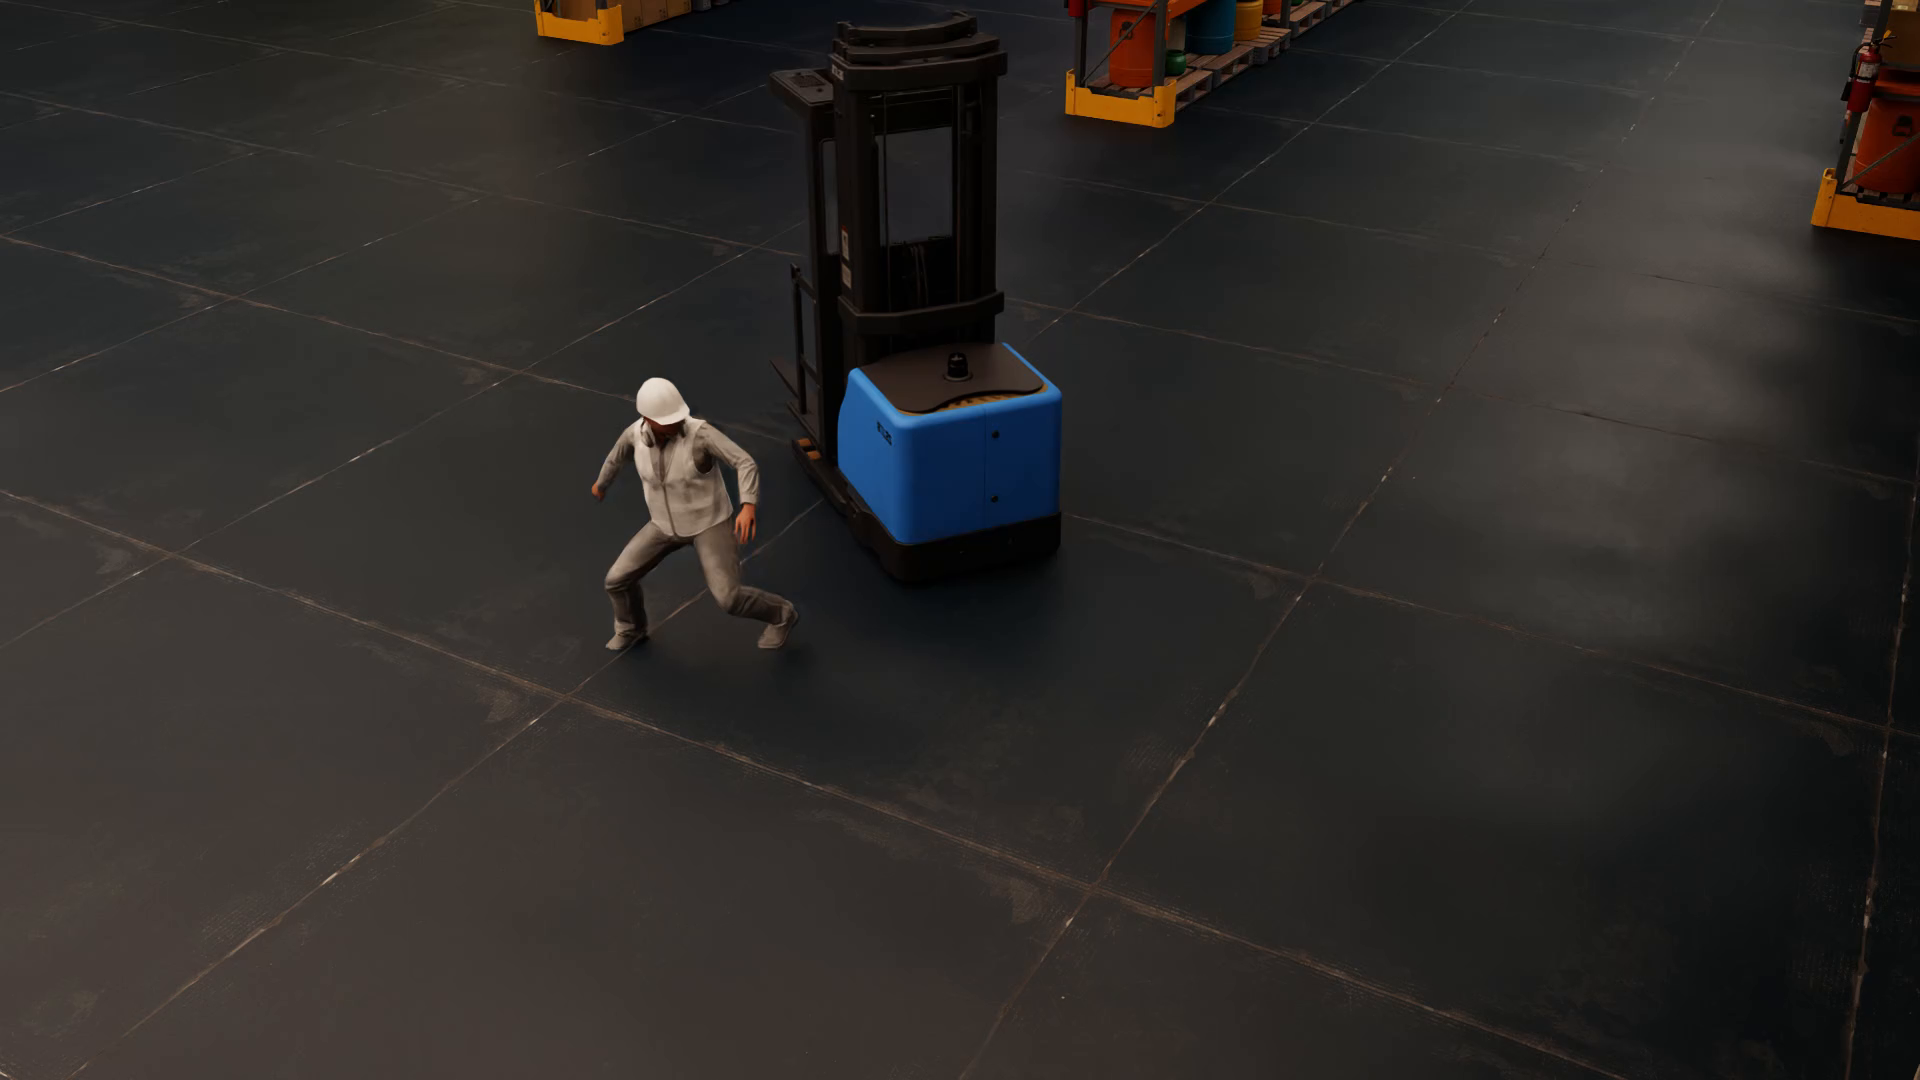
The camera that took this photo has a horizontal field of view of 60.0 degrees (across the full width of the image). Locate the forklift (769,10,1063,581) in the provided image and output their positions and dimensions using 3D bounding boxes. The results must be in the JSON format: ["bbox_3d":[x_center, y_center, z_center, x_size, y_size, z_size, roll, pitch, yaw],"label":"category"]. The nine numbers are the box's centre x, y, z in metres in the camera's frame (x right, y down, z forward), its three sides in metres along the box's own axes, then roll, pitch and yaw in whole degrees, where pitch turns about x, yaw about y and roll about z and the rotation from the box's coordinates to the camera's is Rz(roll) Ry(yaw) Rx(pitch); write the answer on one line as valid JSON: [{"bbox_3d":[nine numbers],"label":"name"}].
[{"bbox_3d":[-0.451,-1.753,10.108,1.130,2.935,3.031,-12,32,-20],"label":"forklift"}]

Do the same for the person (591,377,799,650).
[{"bbox_3d":[-1.488,-0.099,8.635,1.162,1.679,0.526,12,32,19],"label":"person"}]
